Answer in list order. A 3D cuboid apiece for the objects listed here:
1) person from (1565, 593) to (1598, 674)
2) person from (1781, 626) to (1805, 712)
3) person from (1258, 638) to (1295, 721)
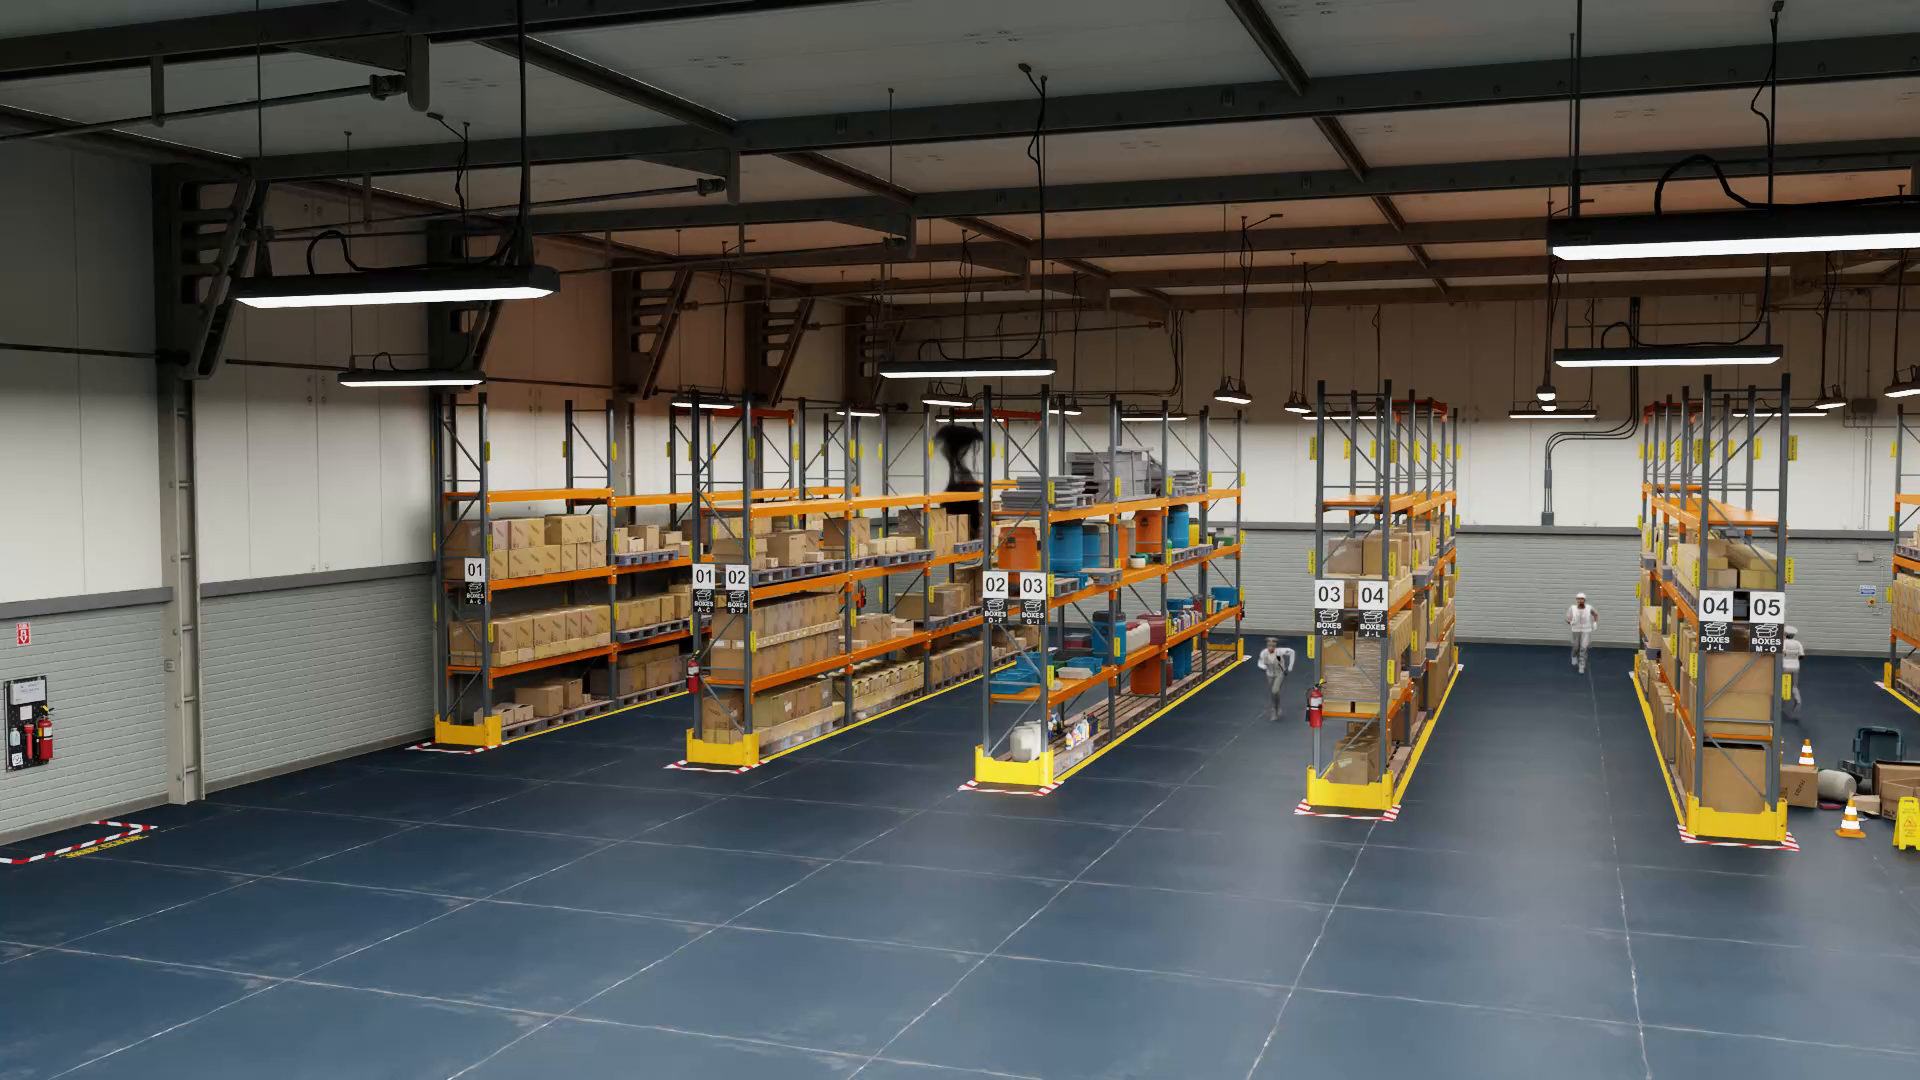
[{"bbox_3d":[14.143,2.100,37.845,0.692,1.787,0.979,1,3,23],"label":"person"},{"bbox_3d":[15.698,2.468,31.509,0.579,1.688,0.913,0,3,9],"label":"person"},{"bbox_3d":[5.926,2.593,31.062,0.650,1.588,0.908,1,3,25],"label":"person"}]
